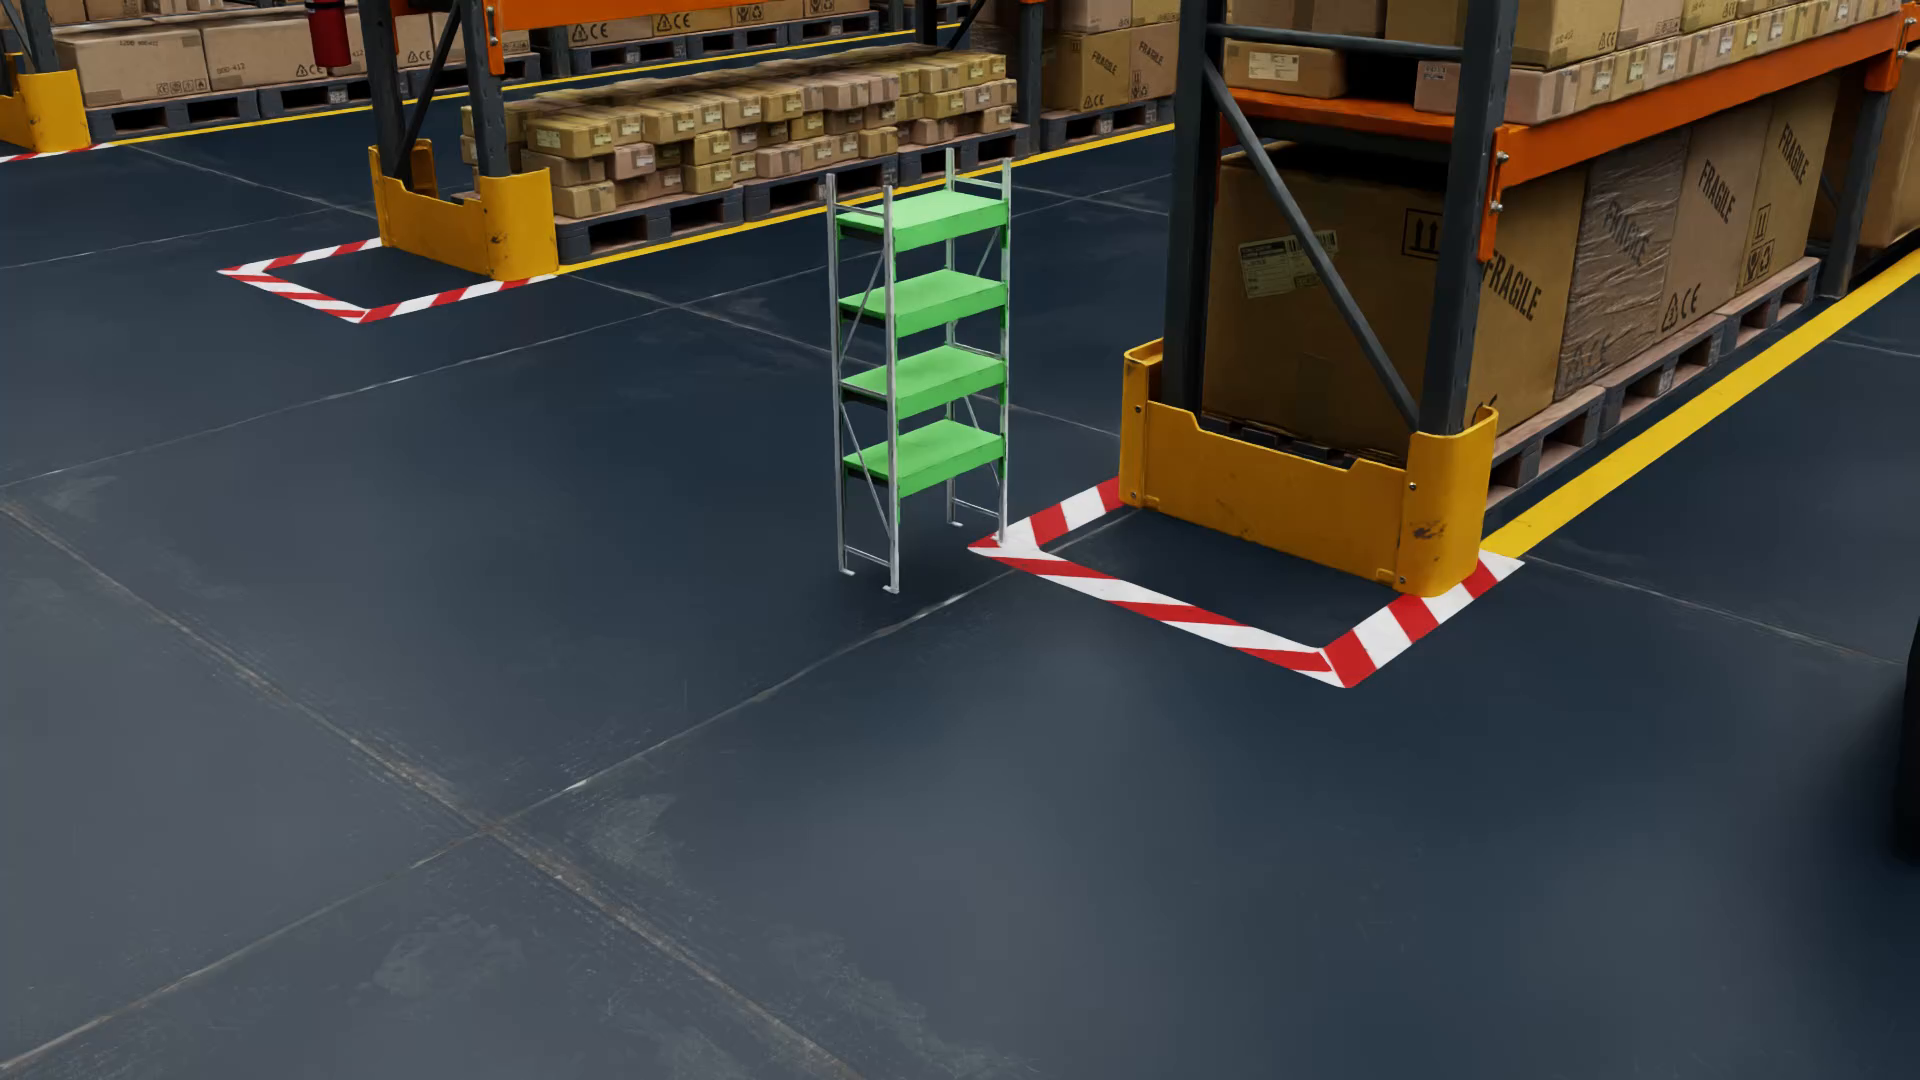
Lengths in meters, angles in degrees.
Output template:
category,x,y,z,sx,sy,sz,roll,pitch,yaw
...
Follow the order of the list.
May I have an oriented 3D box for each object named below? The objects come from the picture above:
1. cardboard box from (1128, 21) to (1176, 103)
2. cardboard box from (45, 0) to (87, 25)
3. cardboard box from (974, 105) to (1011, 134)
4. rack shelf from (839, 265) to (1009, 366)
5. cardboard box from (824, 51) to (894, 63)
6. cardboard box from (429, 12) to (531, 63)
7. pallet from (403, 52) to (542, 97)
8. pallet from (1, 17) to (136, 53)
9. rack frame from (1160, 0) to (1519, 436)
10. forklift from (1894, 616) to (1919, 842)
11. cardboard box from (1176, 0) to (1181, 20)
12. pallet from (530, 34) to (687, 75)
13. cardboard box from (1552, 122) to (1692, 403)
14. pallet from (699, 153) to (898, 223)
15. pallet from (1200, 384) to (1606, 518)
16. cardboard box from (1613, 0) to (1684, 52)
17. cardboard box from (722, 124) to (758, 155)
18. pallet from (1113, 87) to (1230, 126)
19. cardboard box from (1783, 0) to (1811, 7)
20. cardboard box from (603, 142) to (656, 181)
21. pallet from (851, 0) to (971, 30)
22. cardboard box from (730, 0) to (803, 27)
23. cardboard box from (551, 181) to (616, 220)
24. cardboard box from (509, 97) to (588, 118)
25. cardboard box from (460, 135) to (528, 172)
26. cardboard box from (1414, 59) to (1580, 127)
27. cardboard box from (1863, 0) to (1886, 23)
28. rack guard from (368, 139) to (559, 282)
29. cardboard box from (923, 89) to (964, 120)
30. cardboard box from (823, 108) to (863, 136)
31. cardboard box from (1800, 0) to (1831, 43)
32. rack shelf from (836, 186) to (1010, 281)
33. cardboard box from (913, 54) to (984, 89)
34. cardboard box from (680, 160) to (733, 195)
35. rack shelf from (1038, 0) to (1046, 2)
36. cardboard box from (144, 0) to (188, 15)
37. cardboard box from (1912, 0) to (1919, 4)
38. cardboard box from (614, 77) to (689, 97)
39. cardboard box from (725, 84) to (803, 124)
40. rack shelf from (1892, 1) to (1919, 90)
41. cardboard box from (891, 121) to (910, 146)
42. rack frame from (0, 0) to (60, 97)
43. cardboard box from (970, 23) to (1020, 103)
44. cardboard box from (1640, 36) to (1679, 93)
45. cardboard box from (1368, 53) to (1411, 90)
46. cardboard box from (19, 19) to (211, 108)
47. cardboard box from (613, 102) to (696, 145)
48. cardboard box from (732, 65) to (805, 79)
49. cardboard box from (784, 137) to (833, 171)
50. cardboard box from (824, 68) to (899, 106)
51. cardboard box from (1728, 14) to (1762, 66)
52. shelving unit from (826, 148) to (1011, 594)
category,x,y,z,sx,sy,sz,roll,pitch,yaw
cardboard box,1.154,-3.376,11.656,0.500,0.500,0.500,22,32,40
cardboard box,-8.505,-5.062,15.417,0.500,0.500,0.500,21,31,38
cardboard box,0.103,-2.689,10.553,0.380,0.149,0.250,21,31,38
rack shelf,-0.111,-0.658,4.820,0.258,0.148,0.480,20,31,38
cardboard box,-0.633,-2.967,10.444,0.380,0.149,0.250,20,31,37
cardboard box,-4.141,-4.192,13.552,0.875,0.438,0.875,20,31,37
pallet,-4.208,-3.849,13.577,1.003,0.211,1.213,20,31,38
pallet,-8.614,-4.831,15.767,1.003,0.211,1.213,20,31,38
rack frame,1.068,-1.407,4.722,1.000,3.000,0.127,20,31,38
forklift,3.606,-0.503,2.789,3.031,2.935,1.130,13,27,27
cardboard box,1.498,-3.874,11.850,0.500,0.250,0.500,22,32,39
pallet,-3.184,-4.315,14.616,1.003,0.211,1.213,20,31,38
cardboard box,2.043,-1.123,6.173,0.875,0.875,0.875,20,31,38
pallet,-1.125,-2.151,9.789,1.003,0.211,1.213,20,31,38
pallet,1.543,-0.400,5.884,1.003,0.211,1.213,20,31,38
cardboard box,1.931,-1.707,5.211,0.500,0.250,0.500,20,31,37
cardboard box,-1.337,-2.230,9.166,0.380,0.149,0.250,18,30,35
pallet,1.444,-3.350,12.463,1.003,0.211,1.213,20,31,38
cardboard box,2.954,-2.173,6.250,0.500,0.250,0.500,21,32,39
cardboard box,-1.793,-1.976,8.599,0.380,0.149,0.250,20,31,37
pallet,-0.450,-5.516,17.294,1.003,0.211,1.213,20,31,38
cardboard box,-2.094,-5.314,15.520,0.875,0.875,0.875,21,31,38
cardboard box,-1.970,-1.755,8.470,0.380,0.149,0.250,21,32,39
cardboard box,-2.183,-2.246,8.837,0.380,0.149,0.250,21,32,38
cardboard box,-2.419,-2.058,8.780,0.380,0.149,0.250,19,30,36
cardboard box,1.551,-1.311,4.814,0.380,0.149,0.250,21,31,38
cardboard box,3.606,-2.250,6.909,0.380,0.149,0.250,21,32,38
rack guard,-2.508,-1.675,8.374,1.175,0.500,0.348,20,31,38
cardboard box,-0.199,-2.682,10.174,0.380,0.149,0.250,19,30,36
cardboard box,-0.789,-2.474,9.709,0.380,0.149,0.250,18,30,35
cardboard box,3.091,-2.015,6.385,0.380,0.149,0.250,21,31,38
rack shelf,-0.111,-0.877,4.722,0.258,0.148,0.480,20,31,38
cardboard box,-0.073,-2.905,10.307,0.380,0.149,0.250,21,31,38
cardboard box,-1.444,-1.983,8.977,0.380,0.149,0.250,21,31,38
rack shelf,1.446,-4.292,12.036,1.077,0.370,4.000,20,31,38
cardboard box,-7.733,-5.271,16.169,0.396,0.266,0.258,22,32,39
cardboard box,4.231,-2.743,7.580,0.500,0.500,0.500,20,31,38
cardboard box,-1.747,-2.518,9.444,0.380,0.149,0.250,22,32,39
cardboard box,-1.092,-2.428,9.243,0.380,0.149,0.250,21,31,38
rack shelf,5.072,-2.907,8.946,1.077,0.370,4.000,20,31,38
cardboard box,-0.527,-2.488,10.103,0.380,0.149,0.250,19,31,36
rack frame,-6.312,-4.113,10.757,1.000,3.000,0.127,20,31,38
cardboard box,0.418,-3.356,11.611,0.500,0.500,0.500,19,31,37
cardboard box,2.065,-1.547,5.341,0.380,0.149,0.250,20,31,37
cardboard box,1.233,-1.571,5.394,0.380,0.149,0.250,21,31,38
cardboard box,-5.946,-3.364,11.705,0.875,0.438,0.875,19,30,36
cardboard box,-1.598,-2.180,8.690,0.380,0.149,0.250,20,31,37
cardboard box,-1.141,-2.720,9.895,0.380,0.149,0.250,19,30,35
cardboard box,-0.948,-2.230,9.529,0.380,0.149,0.250,20,31,38
cardboard box,-0.577,-2.662,9.764,0.380,0.149,0.250,18,30,35
cardboard box,2.576,-1.780,5.860,0.380,0.149,0.250,19,30,36
shelving unit,-0.111,-0.497,4.892,0.258,1.200,0.503,20,31,38
